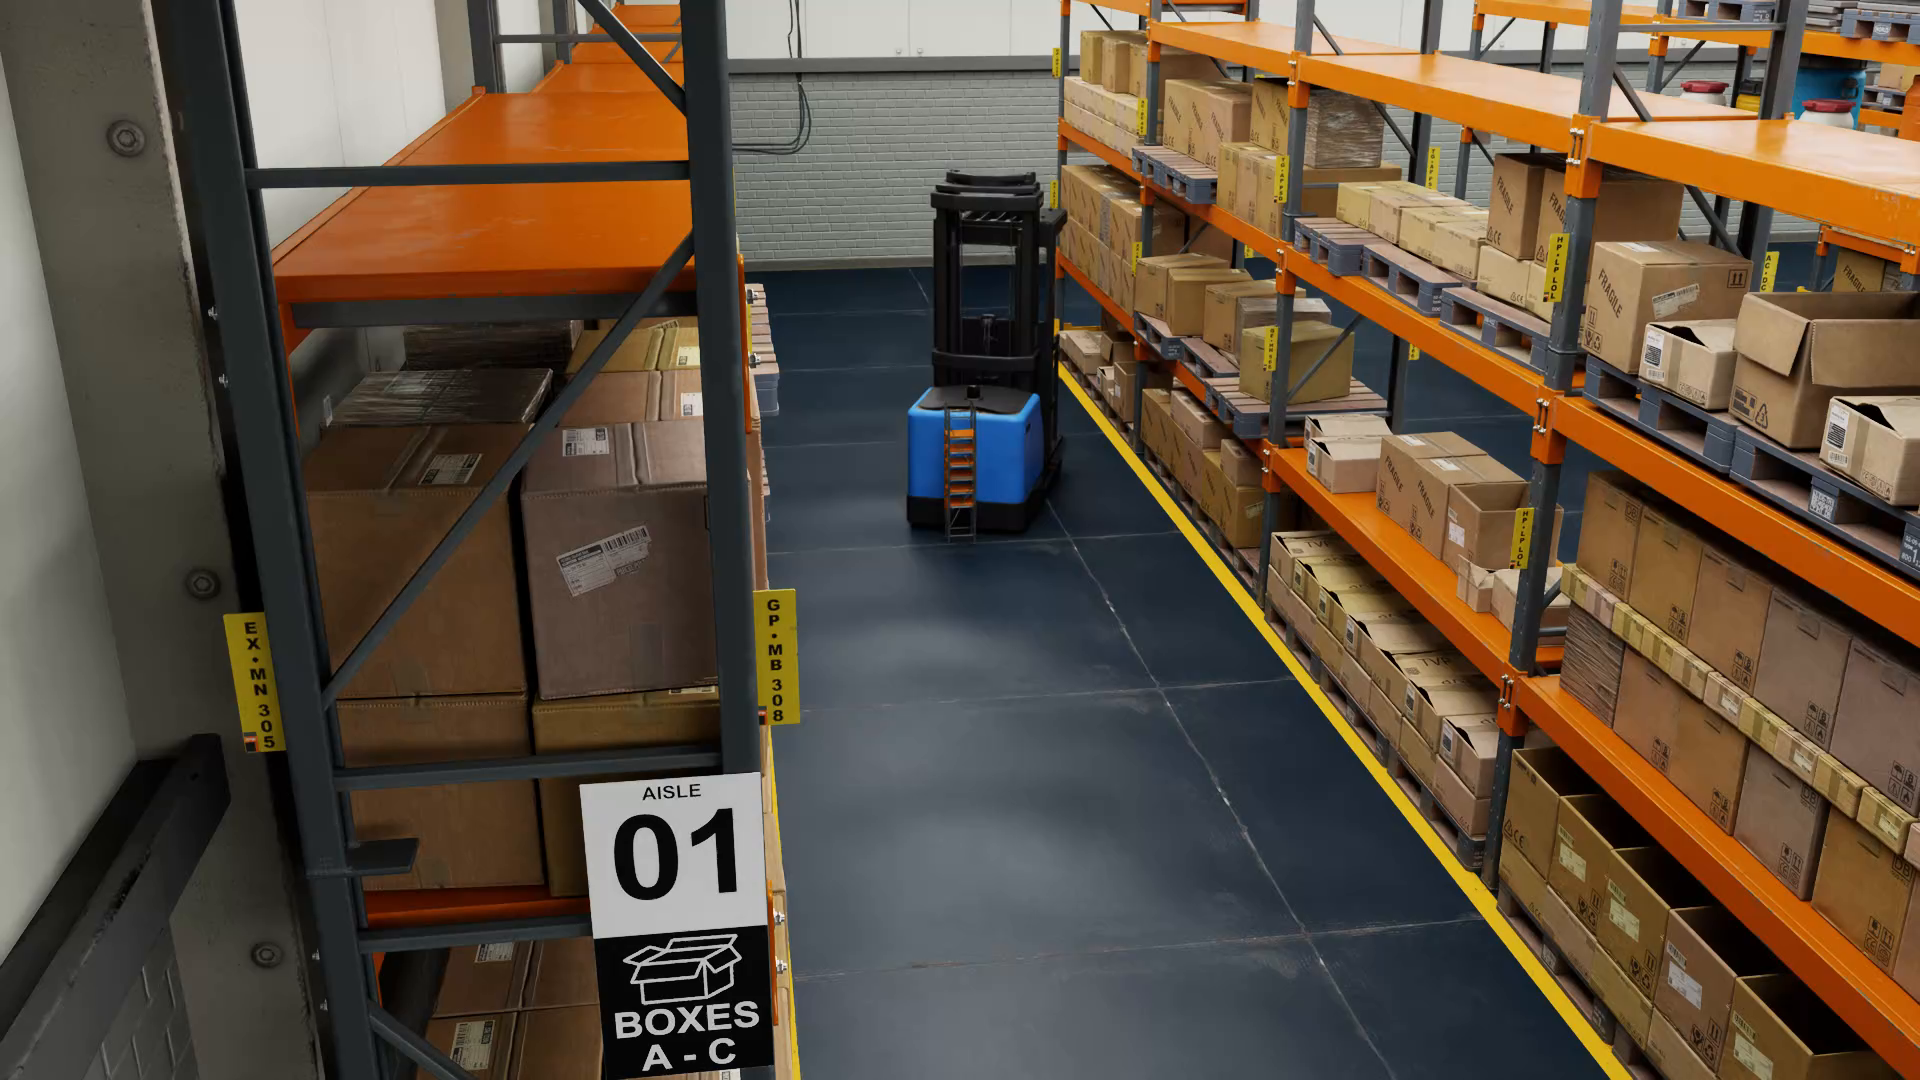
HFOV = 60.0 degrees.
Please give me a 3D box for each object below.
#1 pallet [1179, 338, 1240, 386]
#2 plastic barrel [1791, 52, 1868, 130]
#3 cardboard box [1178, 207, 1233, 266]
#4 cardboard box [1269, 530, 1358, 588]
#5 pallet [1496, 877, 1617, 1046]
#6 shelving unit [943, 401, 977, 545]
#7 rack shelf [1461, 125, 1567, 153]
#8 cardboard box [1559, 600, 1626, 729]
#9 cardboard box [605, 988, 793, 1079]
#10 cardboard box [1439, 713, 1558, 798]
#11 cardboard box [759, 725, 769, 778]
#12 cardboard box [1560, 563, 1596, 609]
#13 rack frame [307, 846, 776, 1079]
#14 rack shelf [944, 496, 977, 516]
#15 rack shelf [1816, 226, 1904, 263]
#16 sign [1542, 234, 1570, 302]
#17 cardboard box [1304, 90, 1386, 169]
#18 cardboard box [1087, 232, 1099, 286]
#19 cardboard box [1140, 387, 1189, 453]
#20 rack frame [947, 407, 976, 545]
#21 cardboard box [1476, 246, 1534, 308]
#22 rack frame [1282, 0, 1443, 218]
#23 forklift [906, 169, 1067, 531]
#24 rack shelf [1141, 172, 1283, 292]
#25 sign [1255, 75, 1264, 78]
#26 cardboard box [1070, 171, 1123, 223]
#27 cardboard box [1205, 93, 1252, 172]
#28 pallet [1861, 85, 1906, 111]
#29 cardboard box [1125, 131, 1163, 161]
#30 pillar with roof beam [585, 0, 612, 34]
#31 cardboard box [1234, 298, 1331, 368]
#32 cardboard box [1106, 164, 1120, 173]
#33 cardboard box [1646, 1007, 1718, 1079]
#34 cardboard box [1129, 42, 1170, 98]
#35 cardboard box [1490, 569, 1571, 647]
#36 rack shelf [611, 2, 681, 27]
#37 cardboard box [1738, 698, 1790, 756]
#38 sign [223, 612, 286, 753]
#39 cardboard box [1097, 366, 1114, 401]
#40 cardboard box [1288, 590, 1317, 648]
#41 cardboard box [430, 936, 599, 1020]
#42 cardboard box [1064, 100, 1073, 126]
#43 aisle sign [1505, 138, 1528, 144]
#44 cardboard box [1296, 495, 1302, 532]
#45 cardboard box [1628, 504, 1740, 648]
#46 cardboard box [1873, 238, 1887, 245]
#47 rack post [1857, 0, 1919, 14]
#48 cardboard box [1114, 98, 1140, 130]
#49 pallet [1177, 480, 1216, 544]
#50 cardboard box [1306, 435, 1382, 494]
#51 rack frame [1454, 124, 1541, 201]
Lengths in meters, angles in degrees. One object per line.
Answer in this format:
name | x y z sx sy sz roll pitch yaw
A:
pallet | 2.516 -1.499 14.218 1.003 0.211 1.213 -3 21 -8
plastic barrel | 7.524 -3.803 14.508 0.600 0.901 0.708 -3 21 -8
cardboard box | 2.435 -2.994 16.373 0.500 0.500 0.500 -2 21 -6
cardboard box | 2.586 0.108 12.167 0.500 0.311 0.500 -2 21 -6
pallet | 3.451 2.052 8.419 1.003 0.211 1.213 -3 21 -8
shelving unit | 0.002 -0.557 13.993 0.258 1.200 0.189 -3 21 -8
rack shelf | 6.839 -4.310 18.211 1.077 0.370 4.000 -3 21 -8
cardboard box | 3.448 0.575 8.246 0.700 0.500 0.500 -3 21 -9
cardboard box | -0.718 1.634 4.669 0.500 0.500 0.500 -3 21 -8
cardboard box | 3.036 1.172 9.321 0.500 0.311 0.500 -3 21 -8
cardboard box | -0.790 0.327 4.595 0.500 0.500 0.500 -2 21 -4
cardboard box | 3.225 0.221 8.268 0.380 0.149 0.250 -3 21 -8
rack frame | -0.947 2.105 4.294 1.000 3.000 0.127 -3 21 -8
rack shelf | 0.002 -0.291 14.092 0.258 0.103 0.180 -3 21 -8
rack shelf | 11.740 -3.155 19.405 1.077 0.370 4.000 -3 21 -8
sign | 2.842 -1.295 7.922 0.100 0.325 0.005 -3 21 -8
cardboard box | 2.745 -2.988 12.070 0.500 0.500 0.500 -3 21 -8
cardboard box | 1.671 -3.041 17.927 0.500 0.500 0.500 -3 21 -7
cardboard box | 2.053 -1.157 15.969 0.500 0.500 0.500 -4 21 -10
rack frame | 0.015 -0.525 13.908 0.240 1.200 0.006 -3 21 -8
cardboard box | 3.217 -1.467 9.184 0.500 0.250 0.500 -5 21 -13
rack frame | 2.801 -3.727 11.333 1.000 3.000 0.127 -3 21 -8
forklift | 0.357 -1.936 15.210 1.130 2.935 3.031 4 21 12
rack shelf | 2.513 -2.677 13.837 1.077 0.370 4.000 -3 21 -8
sign | 2.773 -4.162 15.484 0.100 0.325 0.005 -3 21 -8
cardboard box | 1.534 -3.854 18.675 0.500 0.500 0.500 -3 21 -7
cardboard box | 2.419 -3.357 13.744 0.600 0.600 0.600 -4 21 -10
pallet | 11.569 -5.292 19.937 1.003 0.211 1.213 -3 21 -8
cardboard box | 1.891 -3.791 16.007 0.500 0.250 0.500 -3 21 -8
pillar with roof beam | -0.238 -7.354 21.044 9.100 9.000 0.400 -3 21 -8
cardboard box | 2.656 -1.699 13.734 0.700 0.500 0.500 1 20 2
cardboard box | 1.984 -4.061 19.231 0.500 0.500 0.500 -3 21 -8
cardboard box | 3.357 2.255 7.220 0.500 0.250 0.500 -3 21 -8
cardboard box | 2.107 -4.741 16.764 0.700 0.500 0.500 -3 21 -8
cardboard box | 3.264 0.371 9.151 0.500 0.250 0.500 -2 21 -4
rack shelf | -2.965 -5.029 16.418 1.077 0.370 4.000 -3 21 -8
cardboard box | 3.452 0.757 6.833 0.380 0.149 0.250 -3 21 -8
sign | -1.499 0.306 3.558 0.100 0.325 0.005 -3 21 -8
cardboard box | 1.754 -1.690 17.669 0.500 0.311 0.500 -3 21 -8
cardboard box | 2.660 0.545 11.799 0.500 0.250 0.500 -3 21 -9
cardboard box | -1.288 1.487 5.062 0.500 0.500 0.500 -3 21 -7
cardboard box | 1.471 -4.830 18.789 0.500 0.250 0.500 -3 21 -8
aisle sign | 6.830 -5.192 20.115 0.394 0.787 0.004 -3 21 -8
cardboard box | 2.937 -0.304 13.688 0.500 0.500 0.500 -4 21 -10
cardboard box | 3.522 0.142 7.551 0.700 0.500 0.500 -3 21 -8
cardboard box | 11.291 -3.660 20.086 0.380 0.149 0.250 -3 21 -9
rack post | 7.558 -4.189 12.677 0.954 0.300 0.937 -3 21 -8
cardboard box | 1.817 -4.198 16.382 0.500 0.250 0.500 -3 21 -8
pallet | 2.559 -0.292 14.696 1.003 0.211 1.213 -3 21 -8
cardboard box | 2.739 -0.555 11.543 0.500 0.311 0.500 -3 21 -8
rack frame | 6.550 -3.935 20.464 1.000 3.000 0.127 -3 21 -8
